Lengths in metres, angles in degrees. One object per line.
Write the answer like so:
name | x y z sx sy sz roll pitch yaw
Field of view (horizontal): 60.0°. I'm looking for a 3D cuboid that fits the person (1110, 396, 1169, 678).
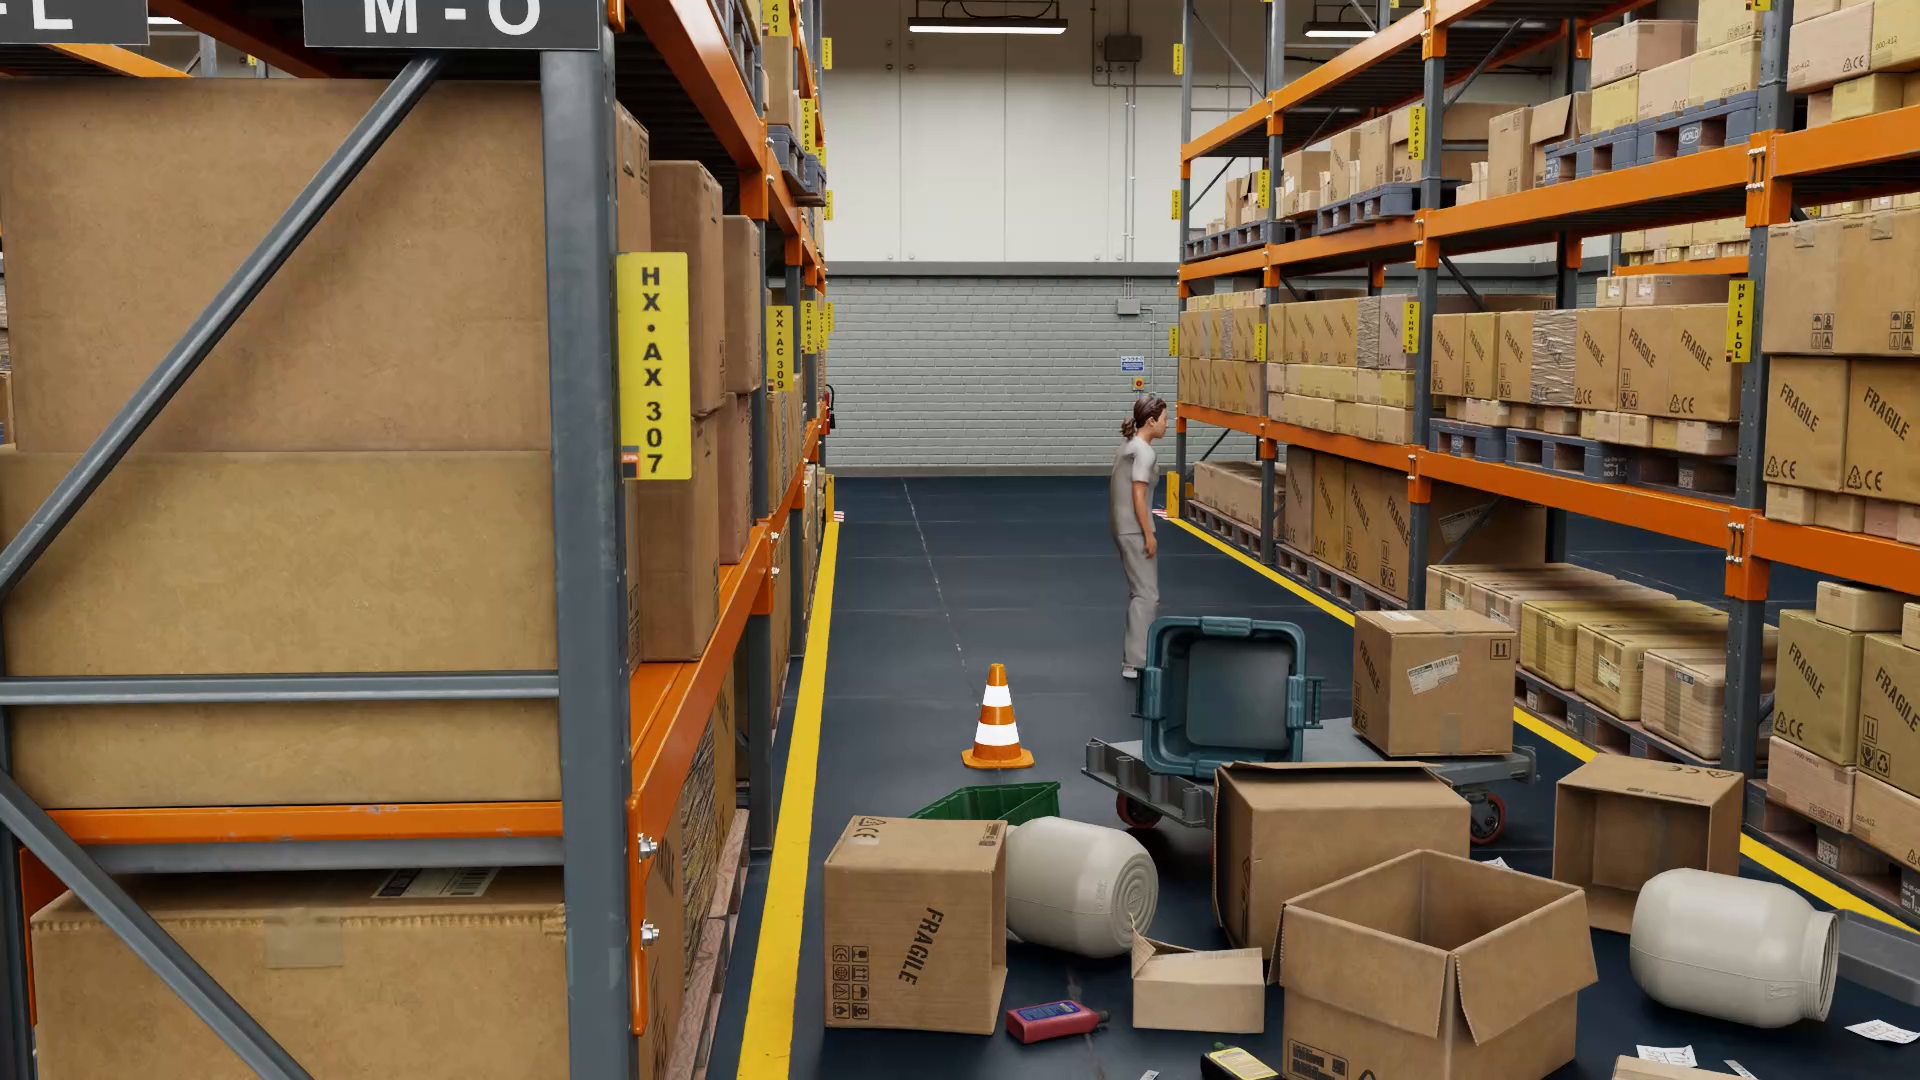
person | 1.107 -0.028 9.989 0.408 1.672 0.485 0 7 -3
